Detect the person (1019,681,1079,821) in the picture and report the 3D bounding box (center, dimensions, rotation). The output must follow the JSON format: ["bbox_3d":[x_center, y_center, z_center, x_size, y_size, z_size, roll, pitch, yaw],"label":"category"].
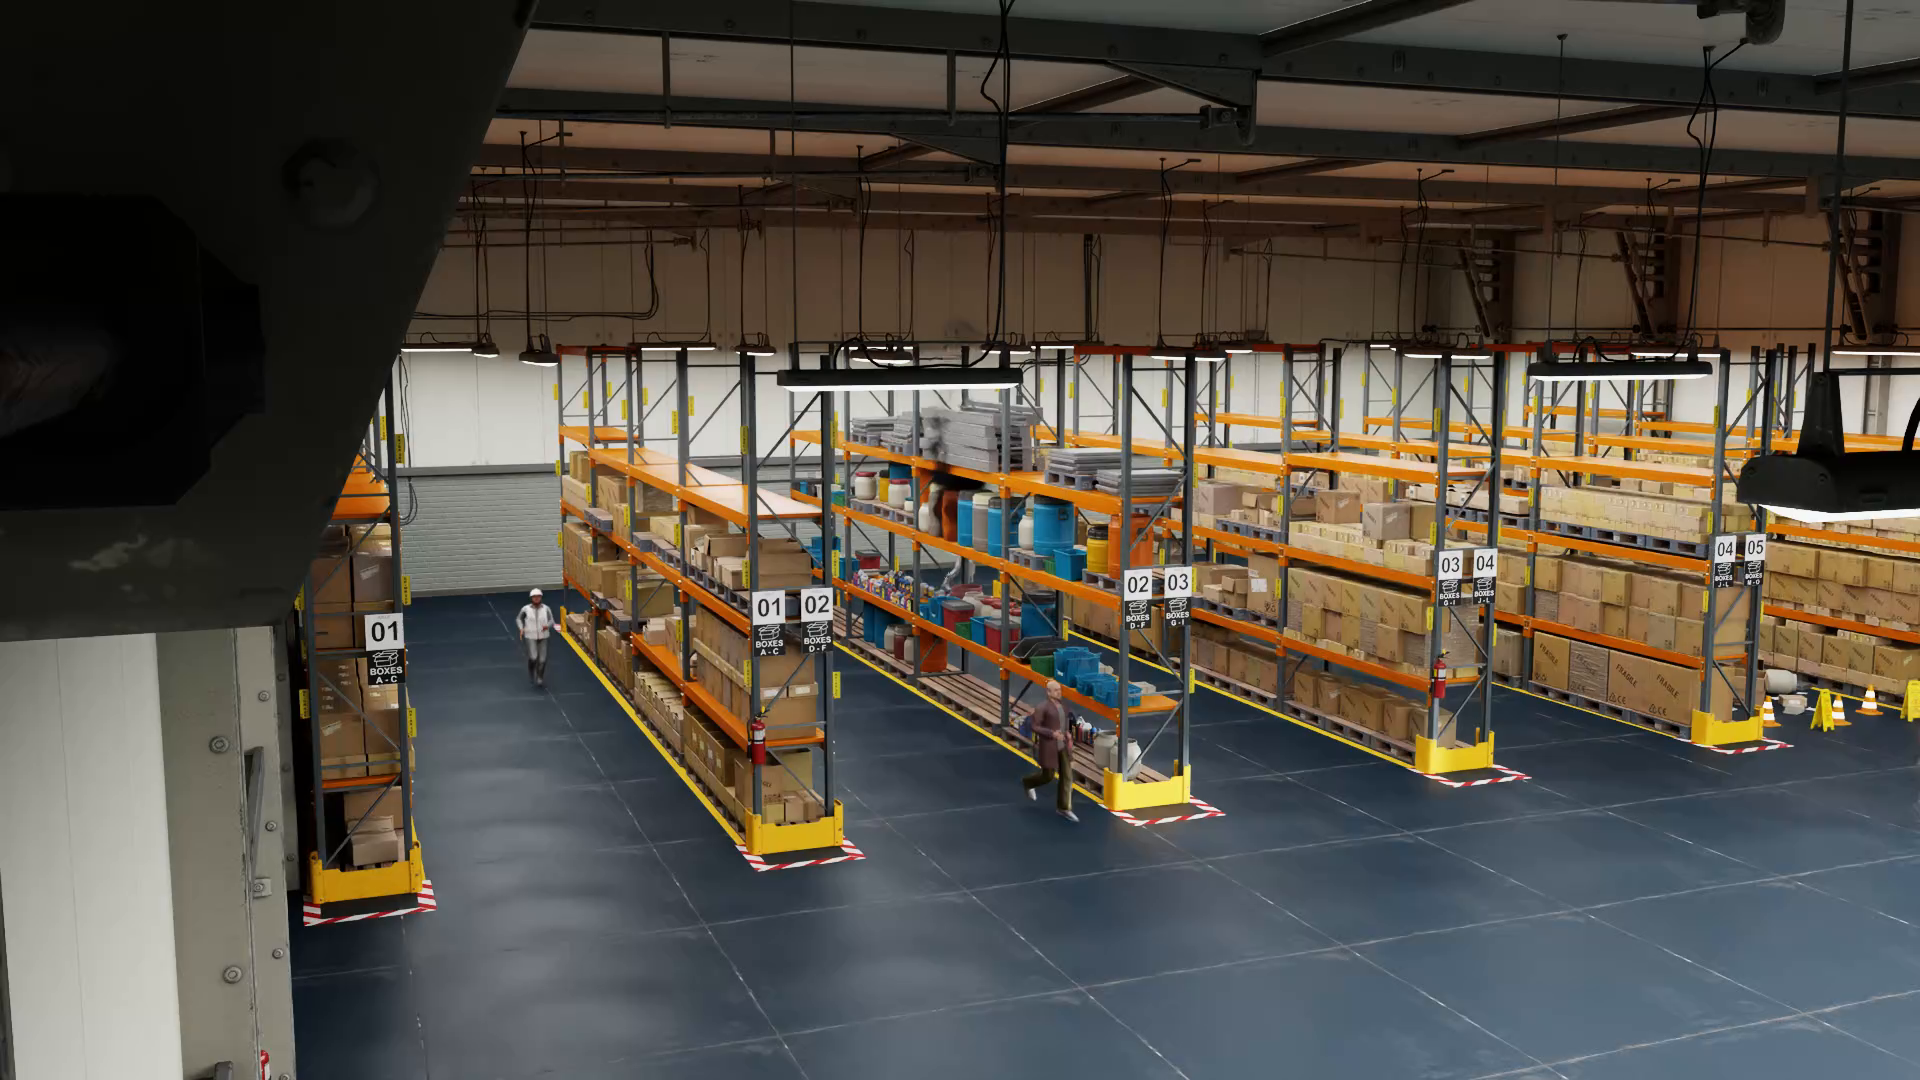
[{"bbox_3d":[1.188,2.717,21.728,0.714,1.797,0.994,-6,10,-41],"label":"person"}]

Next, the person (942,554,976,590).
[{"bbox_3d":[0.004,0.386,39.953,0.876,1.824,0.712,0,7,3],"label":"person"}]

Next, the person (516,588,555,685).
[{"bbox_3d":[-7.488,1.726,29.439,0.648,1.730,0.619,-3,8,-22],"label":"person"}]
